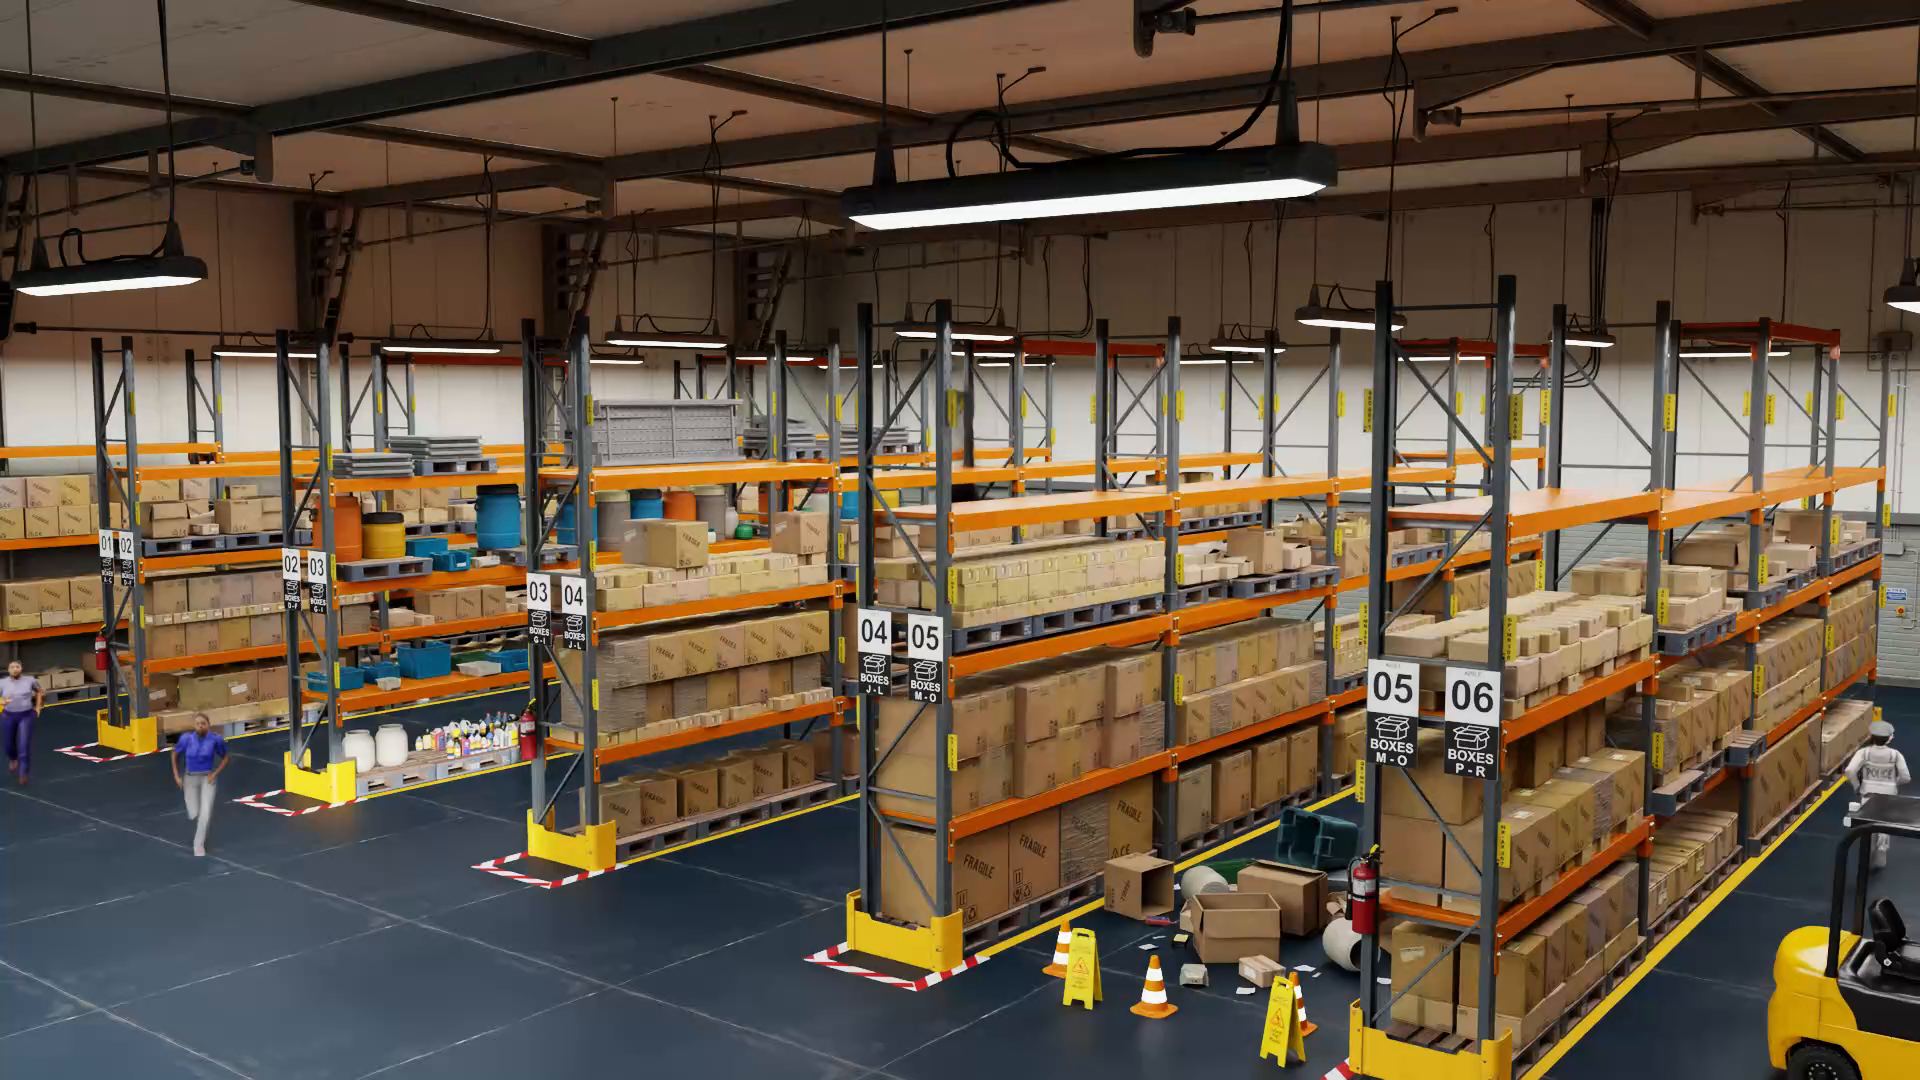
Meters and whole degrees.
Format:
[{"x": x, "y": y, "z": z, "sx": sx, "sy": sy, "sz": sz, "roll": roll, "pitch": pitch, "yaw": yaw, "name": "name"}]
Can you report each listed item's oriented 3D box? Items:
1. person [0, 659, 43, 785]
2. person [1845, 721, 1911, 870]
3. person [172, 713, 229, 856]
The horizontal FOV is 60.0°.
[{"x": -12.619, "y": 2.400, "z": 22.266, "sx": 0.622, "sy": 1.635, "sz": 0.869, "roll": -3, "pitch": 6, "yaw": -28, "name": "person"}, {"x": 9.866, "y": 2.801, "z": 17.899, "sx": 0.627, "sy": 1.700, "sz": 0.760, "roll": 3, "pitch": 6, "yaw": 29, "name": "person"}, {"x": -8.629, "y": 2.745, "z": 18.926, "sx": 0.599, "sy": 1.623, "sz": 0.683, "roll": -2, "pitch": 5, "yaw": -19, "name": "person"}]
